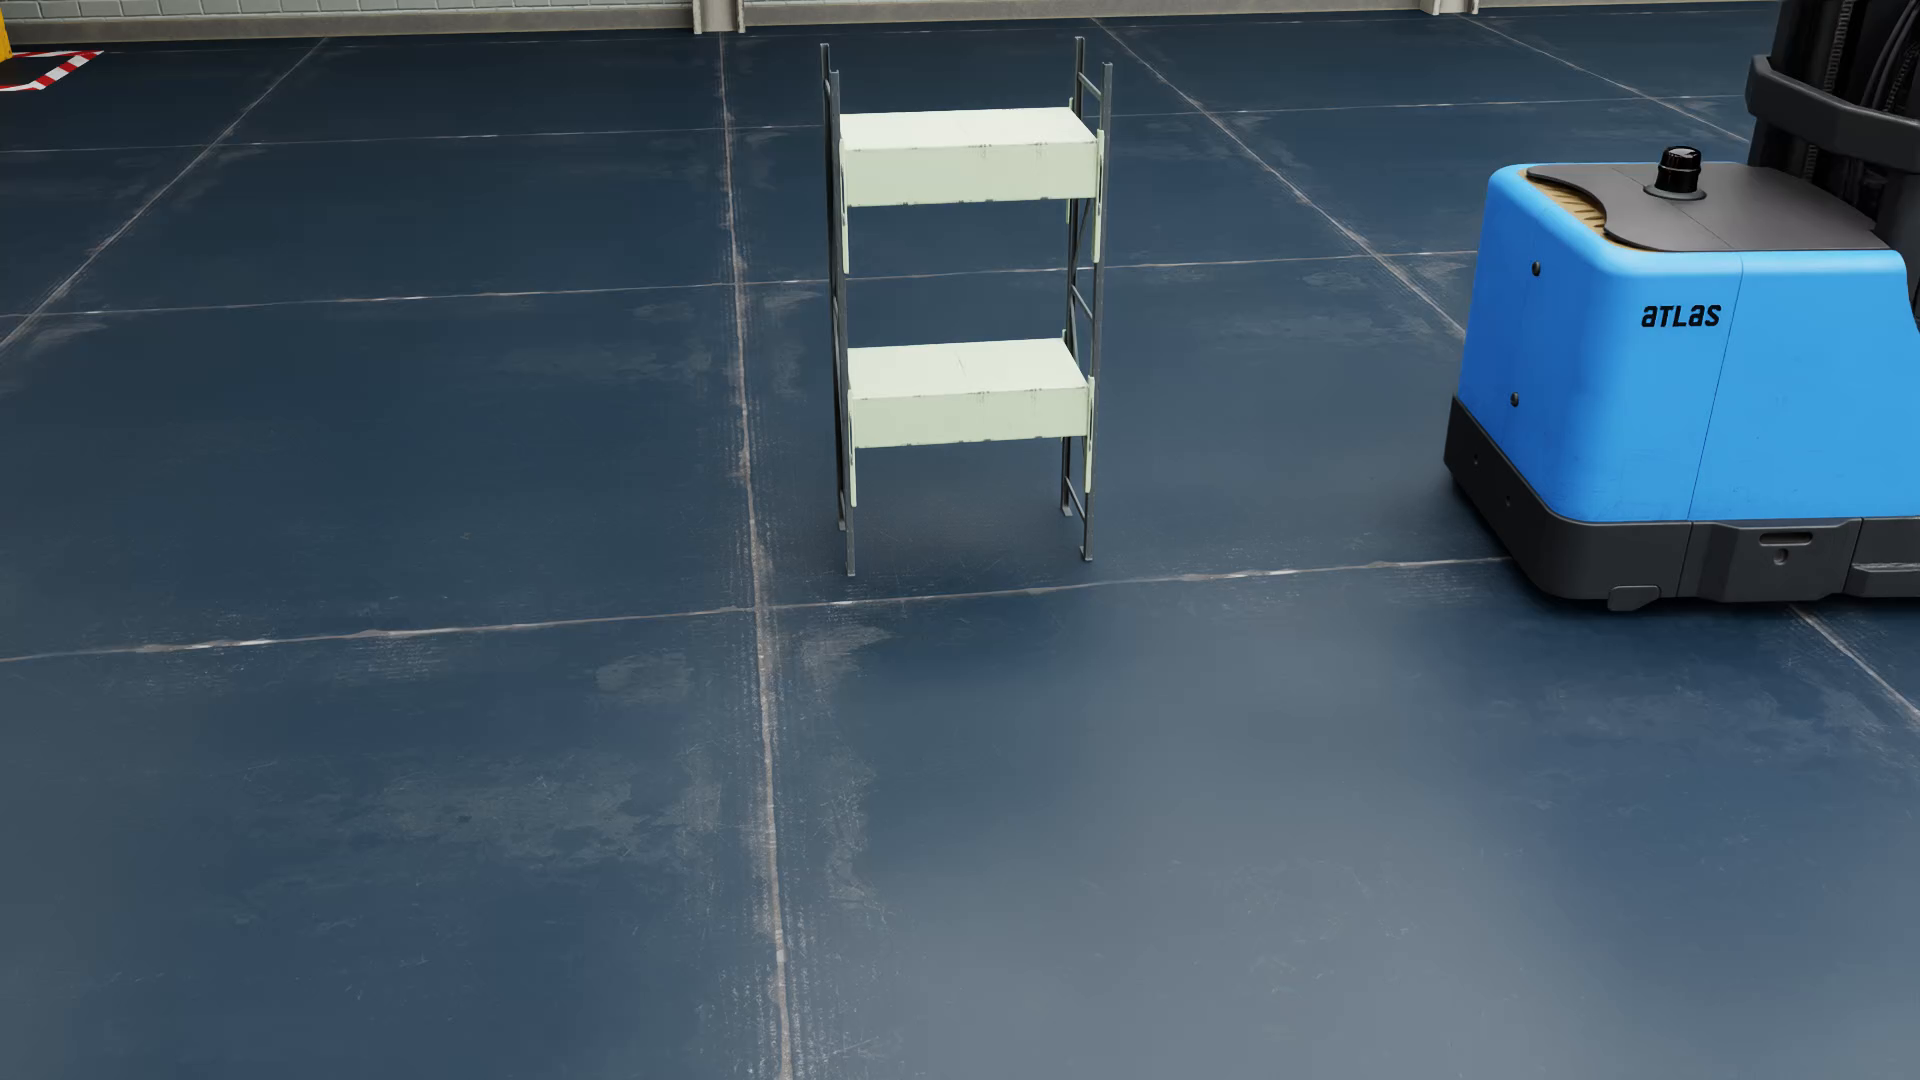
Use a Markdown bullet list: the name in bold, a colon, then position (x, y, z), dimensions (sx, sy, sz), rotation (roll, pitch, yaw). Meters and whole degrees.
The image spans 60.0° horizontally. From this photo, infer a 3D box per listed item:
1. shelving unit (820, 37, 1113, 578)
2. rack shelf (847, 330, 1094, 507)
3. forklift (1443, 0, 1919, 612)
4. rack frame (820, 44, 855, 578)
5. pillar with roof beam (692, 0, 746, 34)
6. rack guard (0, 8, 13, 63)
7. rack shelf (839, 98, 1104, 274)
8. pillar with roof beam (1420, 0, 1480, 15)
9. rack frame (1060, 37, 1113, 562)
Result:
- **shelving unit**: position (0.007, -0.668, 4.908), dimensions (0.755, 1.500, 0.431), rotation (-4, 27, -7)
- **rack shelf**: position (0.007, -0.378, 5.057), dimensions (0.720, 0.370, 0.431), rotation (-4, 27, -7)
- **forklift**: position (3.163, -1.338, 4.648), dimensions (3.031, 2.935, 1.130), rotation (-1, 27, -2)
- **rack frame**: position (-0.356, -0.644, 4.863), dimensions (0.023, 1.500, 0.400), rotation (-4, 27, -7)
- **pillar with roof beam**: position (-1.289, -6.068, 7.219), dimensions (0.400, 9.000, 9.100), rotation (-4, 27, -7)
- **rack guard**: position (-6.992, -3.490, 11.504), dimensions (0.348, 0.500, 1.175), rotation (-4, 27, -7)
- **rack shelf**: position (0.007, -1.015, 4.730), dimensions (0.720, 0.370, 0.431), rotation (-4, 27, -7)
- **pillar with roof beam**: position (4.652, -6.450, 7.963), dimensions (0.400, 9.000, 9.100), rotation (-4, 27, -7)
- **rack frame**: position (0.369, -0.691, 4.954), dimensions (0.023, 1.500, 0.400), rotation (-4, 27, -7)
